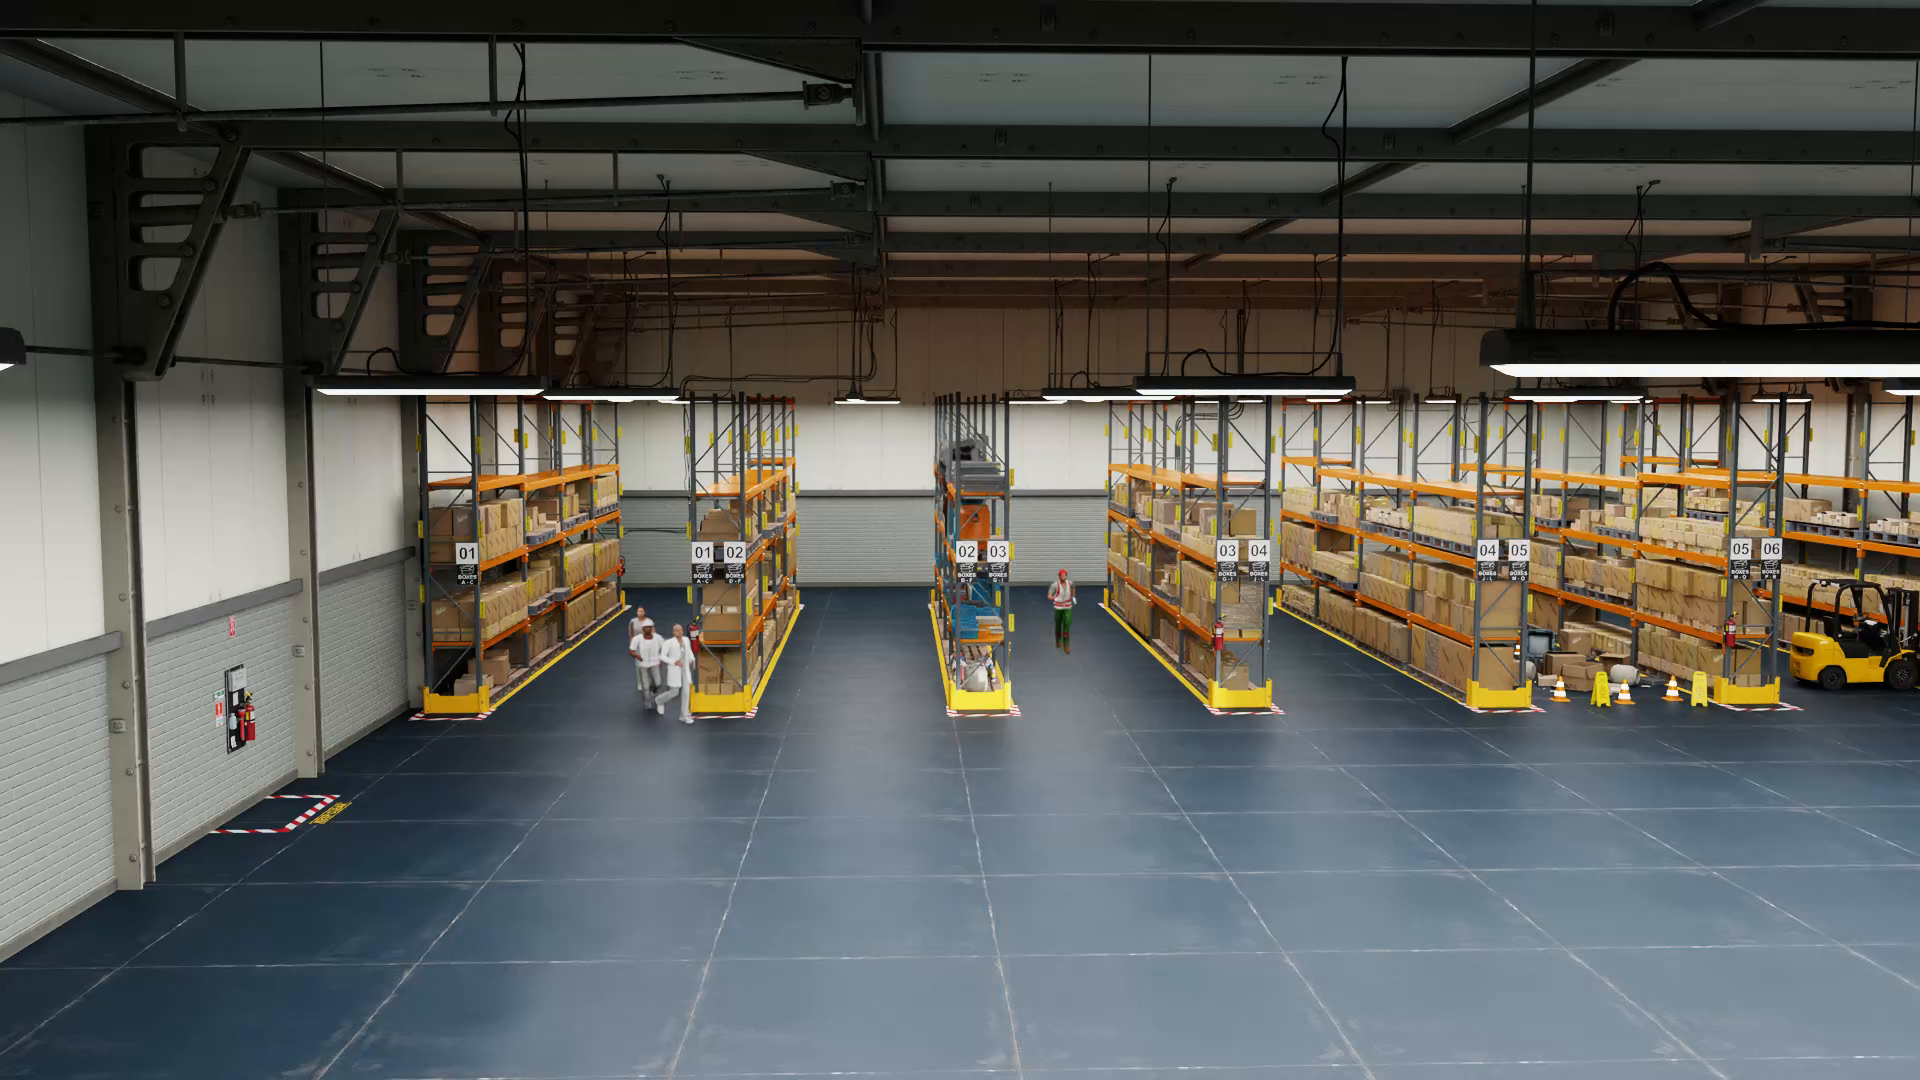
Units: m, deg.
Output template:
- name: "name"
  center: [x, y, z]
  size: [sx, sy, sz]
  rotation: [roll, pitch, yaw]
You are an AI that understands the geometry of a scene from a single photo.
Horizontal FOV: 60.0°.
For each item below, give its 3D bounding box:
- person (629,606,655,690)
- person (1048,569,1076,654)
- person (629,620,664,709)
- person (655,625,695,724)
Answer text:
- name: "person"
  center: [-6.463, 2.151, 33.794]
  size: [0.561, 1.659, 0.970]
  rotation: [0, 5, -4]
- name: "person"
  center: [2.298, 1.573, 37.259]
  size: [0.692, 1.851, 0.884]
  rotation: [-1, 5, -14]
- name: "person"
  center: [-5.854, 2.362, 31.283]
  size: [0.697, 1.721, 0.565]
  rotation: [-2, 5, -19]
- name: "person"
  center: [-5.177, 2.405, 30.342]
  size: [0.725, 1.753, 0.928]
  rotation: [-4, 6, -42]
